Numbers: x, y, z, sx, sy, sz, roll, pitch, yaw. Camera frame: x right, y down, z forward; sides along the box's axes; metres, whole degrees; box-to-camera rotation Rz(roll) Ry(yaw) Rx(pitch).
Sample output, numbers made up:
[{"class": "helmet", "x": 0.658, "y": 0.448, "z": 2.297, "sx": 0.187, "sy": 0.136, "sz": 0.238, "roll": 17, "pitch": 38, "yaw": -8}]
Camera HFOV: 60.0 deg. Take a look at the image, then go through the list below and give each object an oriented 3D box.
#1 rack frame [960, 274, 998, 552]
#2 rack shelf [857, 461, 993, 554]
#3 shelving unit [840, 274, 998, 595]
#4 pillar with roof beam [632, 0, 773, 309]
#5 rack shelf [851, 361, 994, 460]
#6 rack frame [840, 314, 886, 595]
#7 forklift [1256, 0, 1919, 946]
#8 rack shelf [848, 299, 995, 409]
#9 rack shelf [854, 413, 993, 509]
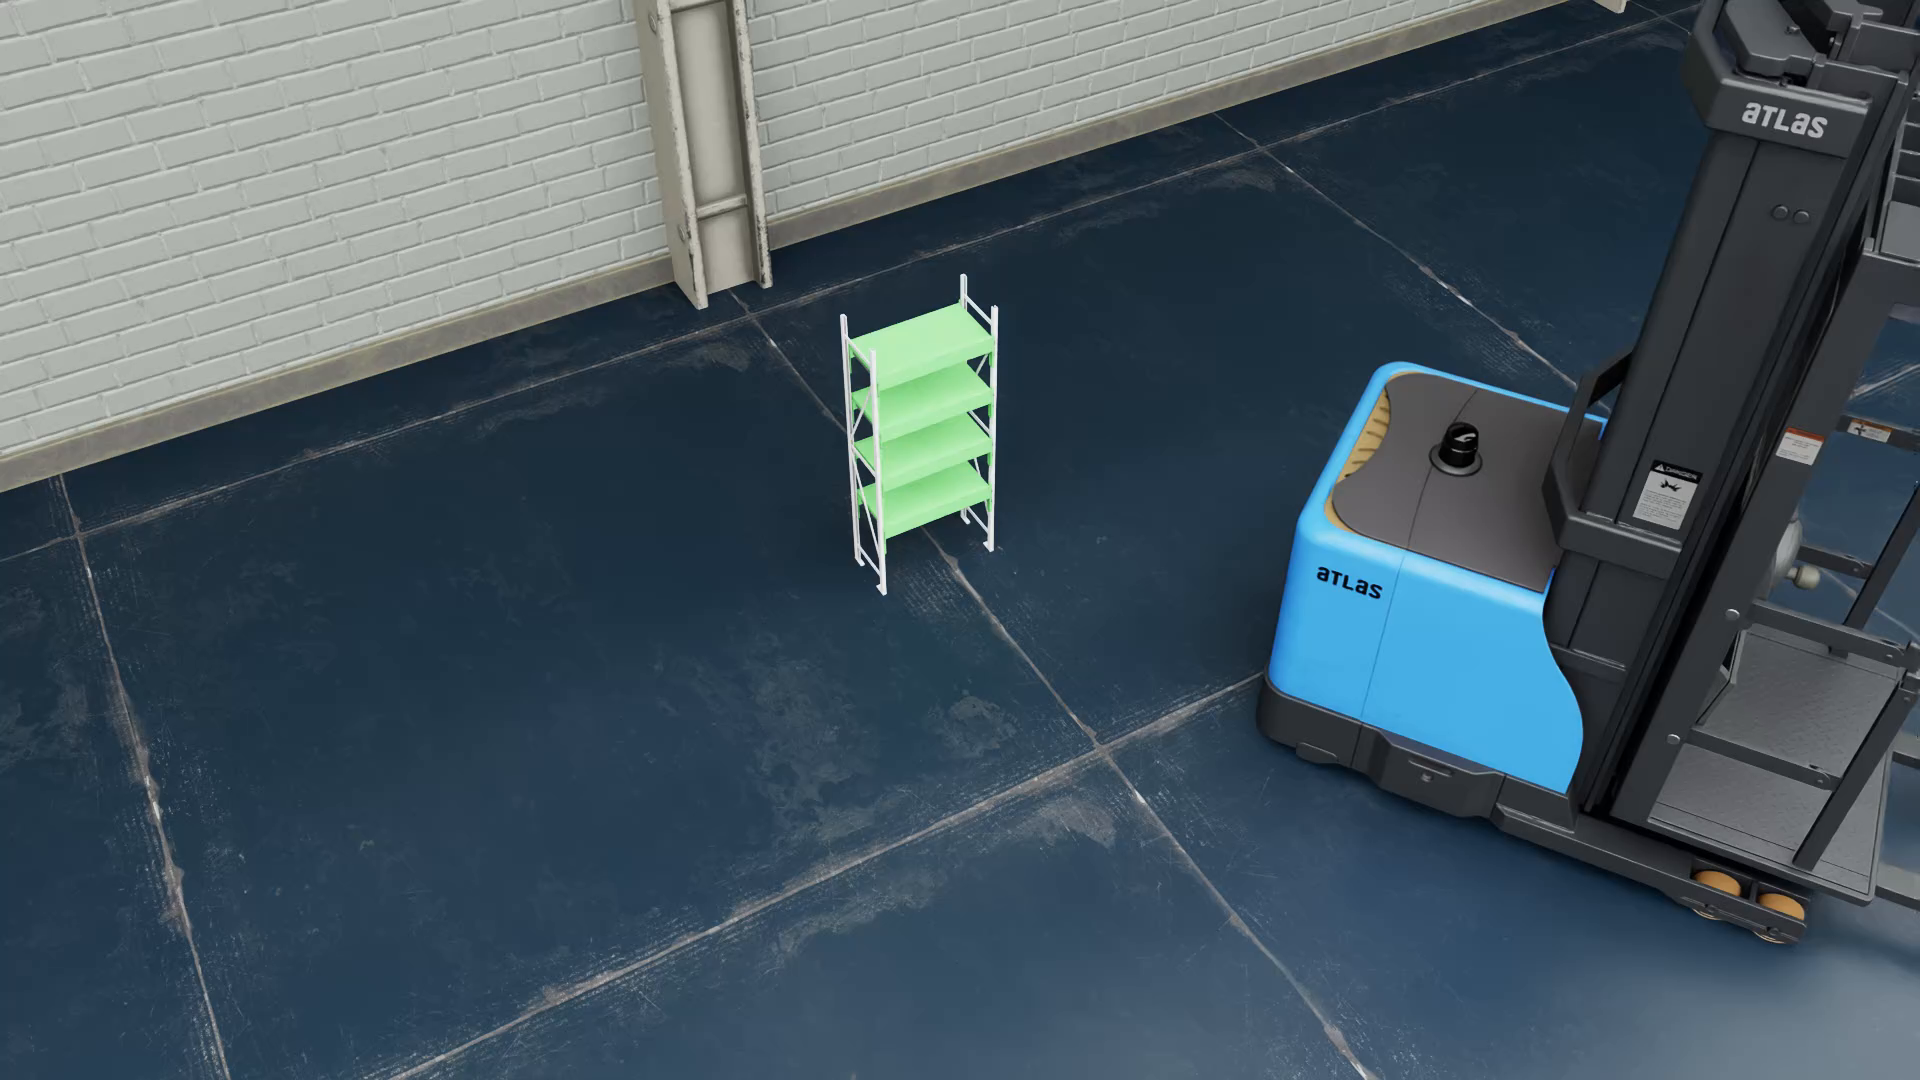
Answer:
[{"class": "rack frame", "x": 0.068, "y": -0.458, "z": 6.360, "sx": 0.015, "sy": 1.200, "sz": 0.240, "roll": -22, "pitch": 48, "yaw": -21}, {"class": "rack shelf", "x": -0.144, "y": -0.155, "z": 6.485, "sx": 0.480, "sy": 0.148, "sz": 0.258, "roll": -22, "pitch": 48, "yaw": -21}, {"class": "shelving unit", "x": -0.144, "y": -0.373, "z": 6.273, "sx": 0.503, "sy": 1.200, "sz": 0.258, "roll": -22, "pitch": 48, "yaw": -21}, {"class": "pillar with roof beam", "x": 0.998, "y": -1.881, "z": 2.227, "sx": 0.400, "sy": 9.000, "sz": 9.100, "roll": -22, "pitch": 48, "yaw": -21}, {"class": "rack shelf", "x": -0.144, "y": -0.499, "z": 6.150, "sx": 0.480, "sy": 0.148, "sz": 0.258, "roll": -22, "pitch": 48, "yaw": -21}, {"class": "rack frame", "x": -0.355, "y": -0.288, "z": 6.186, "sx": 0.015, "sy": 1.200, "sz": 0.240, "roll": -22, "pitch": 48, "yaw": -21}, {"class": "forklift", "x": 2.616, "y": -0.171, "z": 4.822, "sx": 3.031, "sy": 2.935, "sz": 1.130, "roll": 19, "pitch": 47, "yaw": 19}, {"class": "rack shelf", "x": -0.144, "y": -0.672, "z": 5.983, "sx": 0.480, "sy": 0.148, "sz": 0.258, "roll": -22, "pitch": 48, "yaw": -21}, {"class": "rack shelf", "x": -0.144, "y": -0.327, "z": 6.317, "sx": 0.480, "sy": 0.148, "sz": 0.258, "roll": -22, "pitch": 48, "yaw": -21}]
